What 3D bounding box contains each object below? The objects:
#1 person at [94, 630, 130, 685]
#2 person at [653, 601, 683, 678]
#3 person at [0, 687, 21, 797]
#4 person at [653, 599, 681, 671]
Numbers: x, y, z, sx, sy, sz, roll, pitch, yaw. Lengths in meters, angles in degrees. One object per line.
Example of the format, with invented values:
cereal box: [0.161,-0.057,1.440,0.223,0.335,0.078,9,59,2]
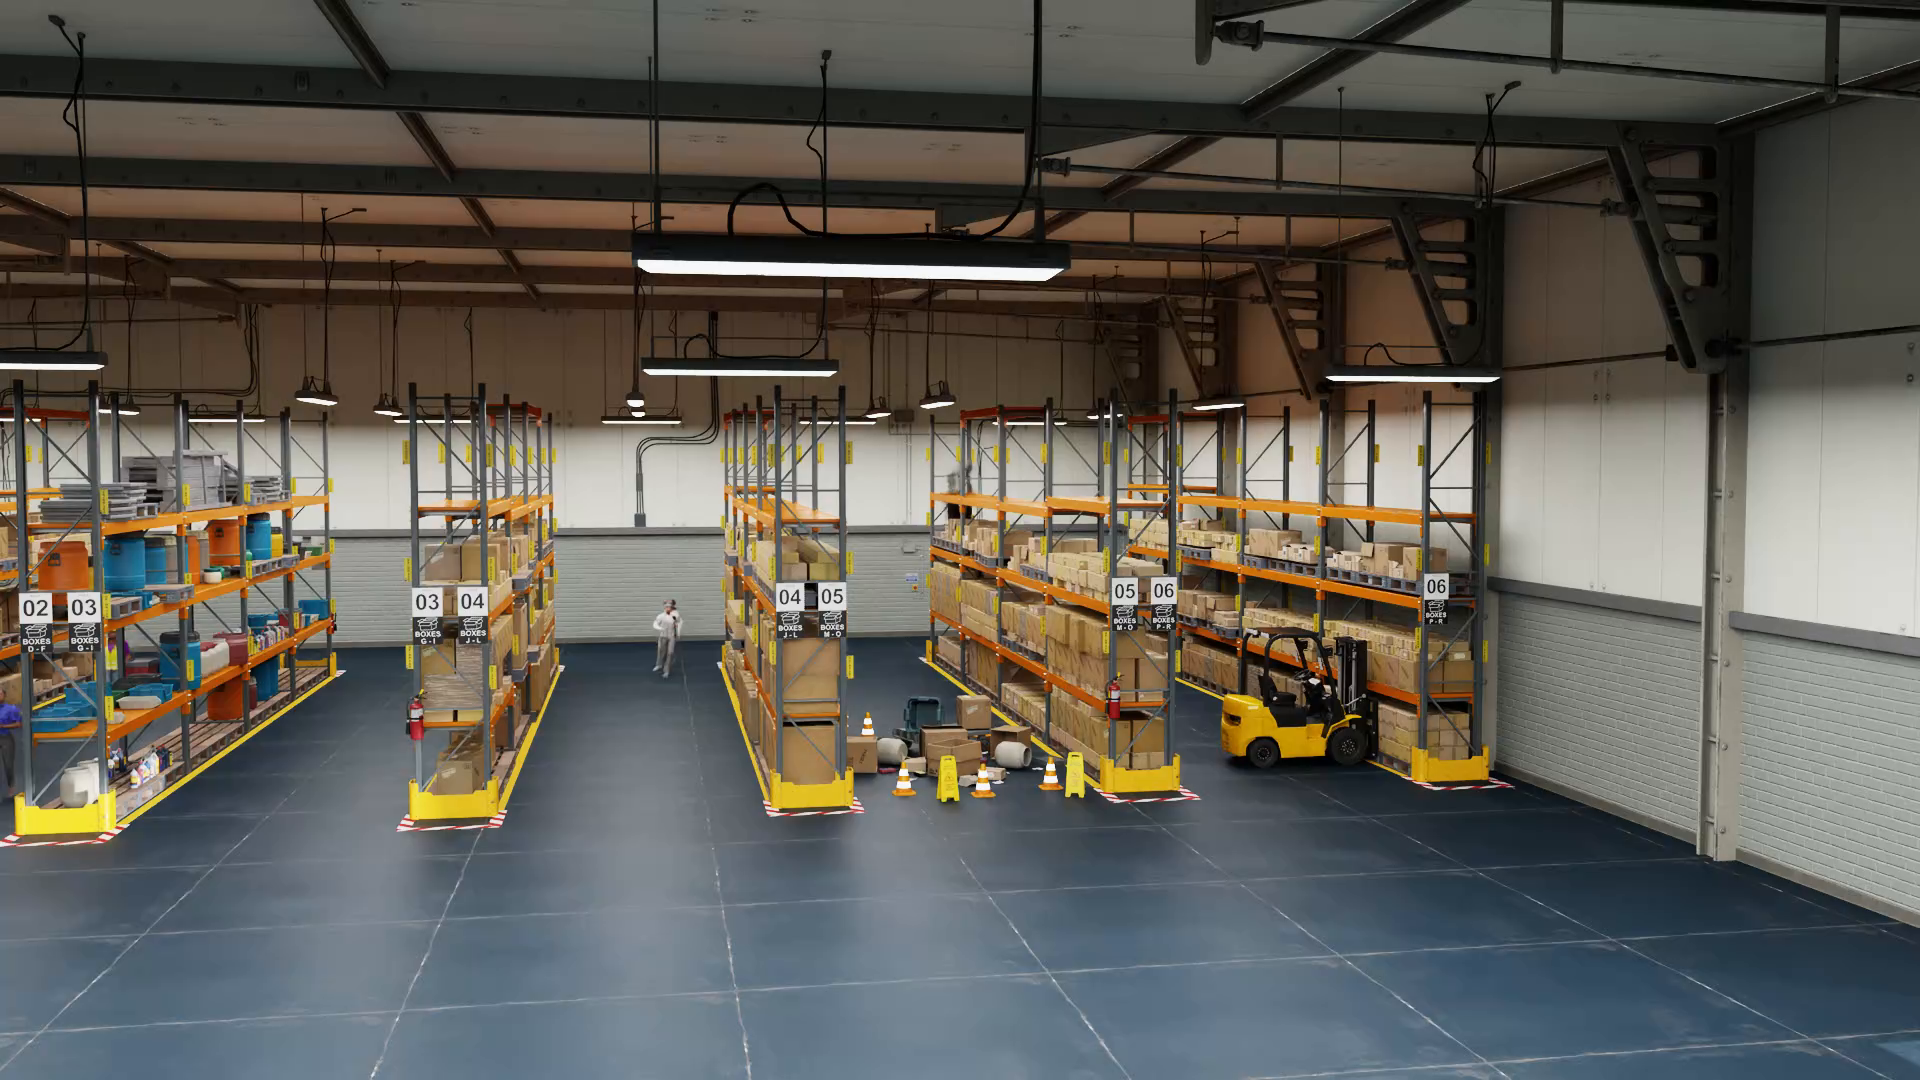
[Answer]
person: [-16.395,2.498,32.163,0.619,1.713,0.715,-1,3,-26]
person: [-6.647,2.236,37.846,0.649,1.702,0.953,0,3,-6]
person: [-13.777,2.948,23.867,0.562,1.682,0.867,-1,3,-21]
person: [-6.767,2.268,38.985,0.574,1.595,0.868,1,3,17]
